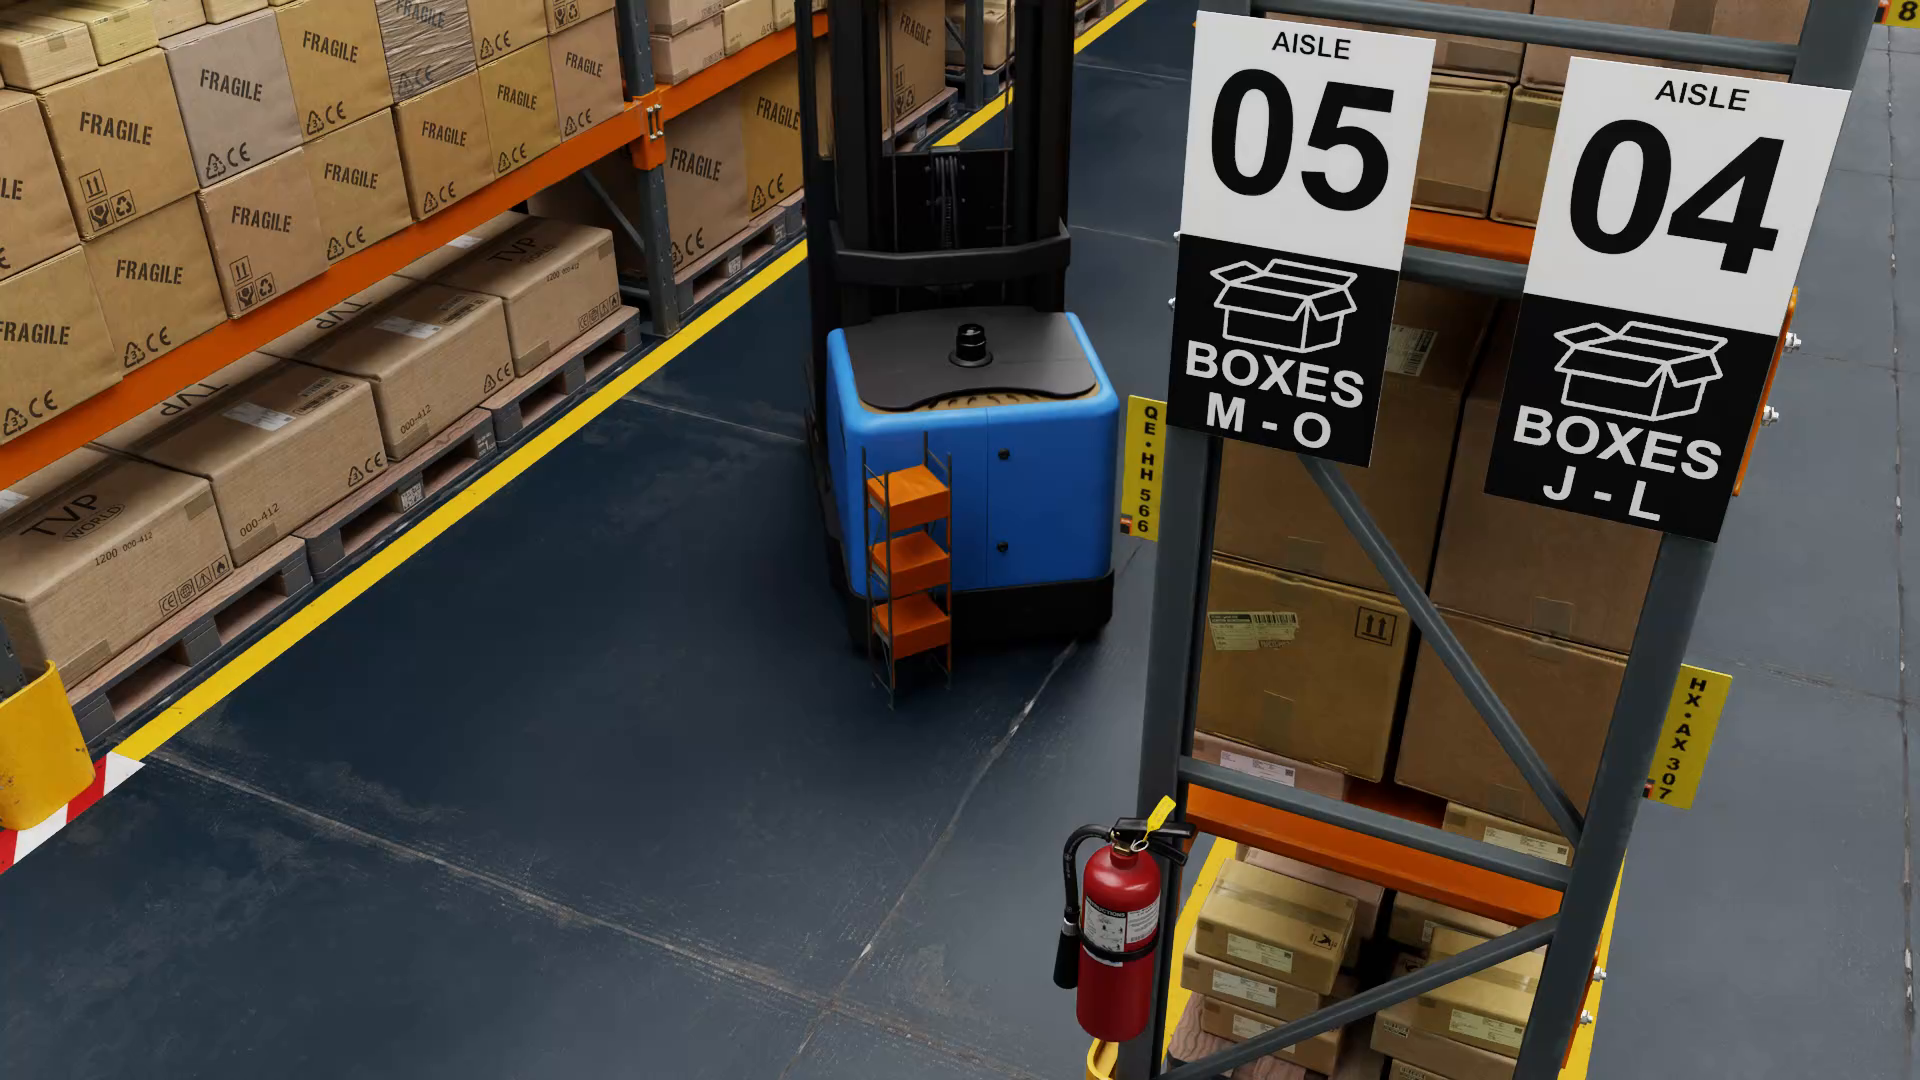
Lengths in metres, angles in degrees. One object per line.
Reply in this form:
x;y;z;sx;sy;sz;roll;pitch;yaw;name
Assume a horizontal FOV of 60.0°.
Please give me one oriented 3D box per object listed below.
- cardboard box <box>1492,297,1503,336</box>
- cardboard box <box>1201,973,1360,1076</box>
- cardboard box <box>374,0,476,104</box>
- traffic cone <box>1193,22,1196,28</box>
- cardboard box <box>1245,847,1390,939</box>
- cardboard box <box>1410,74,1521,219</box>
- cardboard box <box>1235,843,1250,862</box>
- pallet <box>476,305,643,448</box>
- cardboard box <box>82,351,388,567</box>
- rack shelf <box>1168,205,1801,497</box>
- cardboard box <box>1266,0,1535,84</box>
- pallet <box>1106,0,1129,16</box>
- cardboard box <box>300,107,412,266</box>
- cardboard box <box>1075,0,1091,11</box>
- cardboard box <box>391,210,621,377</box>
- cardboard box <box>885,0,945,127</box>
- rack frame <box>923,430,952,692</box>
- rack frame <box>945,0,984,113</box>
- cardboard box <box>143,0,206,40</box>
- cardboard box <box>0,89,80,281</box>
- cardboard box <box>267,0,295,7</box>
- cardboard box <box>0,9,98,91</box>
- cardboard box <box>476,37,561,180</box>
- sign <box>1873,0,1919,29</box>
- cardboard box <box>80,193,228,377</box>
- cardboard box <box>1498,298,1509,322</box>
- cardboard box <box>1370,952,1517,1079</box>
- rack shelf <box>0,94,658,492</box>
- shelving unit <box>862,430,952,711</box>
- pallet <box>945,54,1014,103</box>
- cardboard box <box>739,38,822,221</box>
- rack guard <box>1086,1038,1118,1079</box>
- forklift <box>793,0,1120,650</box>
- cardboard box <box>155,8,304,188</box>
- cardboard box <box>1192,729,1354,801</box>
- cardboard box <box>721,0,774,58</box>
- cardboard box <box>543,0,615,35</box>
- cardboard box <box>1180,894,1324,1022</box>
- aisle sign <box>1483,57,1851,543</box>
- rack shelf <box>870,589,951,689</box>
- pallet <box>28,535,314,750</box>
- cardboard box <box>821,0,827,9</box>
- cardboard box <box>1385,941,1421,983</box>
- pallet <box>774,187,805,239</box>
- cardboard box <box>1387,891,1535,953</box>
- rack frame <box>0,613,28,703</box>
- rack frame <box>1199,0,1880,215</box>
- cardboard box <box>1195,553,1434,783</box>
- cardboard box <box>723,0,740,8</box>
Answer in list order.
1.055;-0.509;4.016;0.500;0.500;0.500;13;35;19;cardboard box
0.908;1.319;4.719;0.380;0.149;0.250;15;36;21;cardboard box
-2.358;-2.120;6.744;0.500;0.500;0.500;15;36;21;cardboard box
2.113;-4.449;13.614;0.336;0.463;0.334;14;36;20;traffic cone
1.026;0.947;4.745;0.380;0.149;0.250;15;36;21;cardboard box
0.828;-0.866;3.237;0.500;0.250;0.500;13;36;19;cardboard box
1.055;0.917;5.061;0.380;0.149;0.250;13;35;19;cardboard box
-2.376;-0.938;8.488;1.003;0.211;1.213;14;36;20;pallet
-3.100;-0.386;7.057;0.875;0.438;0.875;15;36;22;cardboard box
1.714;-1.337;4.474;1.077;0.370;4.000;14;36;20;rack shelf
0.839;-1.076;3.101;0.500;0.250;0.500;13;35;19;cardboard box
1.035;-4.895;14.523;1.003;0.211;1.213;14;36;20;pallet
-2.589;-1.448;6.632;0.500;0.500;0.500;15;36;22;cardboard box
0.556;-4.558;13.480;0.950;0.372;0.625;15;36;22;cardboard box
-2.347;-1.281;8.421;0.875;0.438;0.875;14;36;20;cardboard box
-0.678;-3.419;11.283;0.875;0.875;0.875;14;36;20;cardboard box
-0.081;0.095;6.147;0.008;1.050;0.200;-16;37;-23;rack frame
-0.314;-4.457;11.312;1.000;3.000;0.127;14;36;20;rack frame
-2.847;-1.845;5.734;0.380;0.149;0.250;15;36;21;cardboard box
-3.201;-1.106;5.199;0.500;0.500;0.500;13;36;19;cardboard box
-2.574;-2.080;6.092;0.380;0.149;0.250;13;36;19;cardboard box
-3.003;-1.567;5.310;0.380;0.149;0.250;15;36;22;cardboard box
-2.159;-1.959;7.412;0.500;0.500;0.500;13;36;19;cardboard box
1.371;-0.883;2.328;0.100;0.325;0.005;14;36;20;sign
-3.013;-0.946;5.866;0.500;0.500;0.500;14;36;20;cardboard box
1.512;-0.387;3.831;0.500;0.500;0.500;15;36;22;cardboard box
1.330;1.303;4.473;0.380;0.149;0.250;16;36;22;cardboard box
-2.824;-1.168;6.952;1.077;0.370;4.000;14;36;20;rack shelf
-0.189;0.126;6.099;0.252;1.050;0.215;-16;37;-23;shelving unit
0.015;-3.680;12.669;1.003;0.211;1.213;14;36;20;pallet
-1.430;-2.531;9.929;0.875;0.875;0.875;15;36;22;cardboard box
0.909;1.620;4.323;1.175;0.500;0.348;14;36;20;rack guard
-0.136;-1.594;7.007;1.130;2.935;3.031;-5;34;-8;forklift
-2.783;-1.623;5.987;0.500;0.500;0.500;14;36;20;cardboard box
0.757;0.491;3.995;0.380;0.149;0.250;14;36;21;cardboard box
-1.348;-2.819;8.950;0.500;0.250;0.500;13;36;19;cardboard box
-1.934;-2.626;7.517;0.500;0.500;0.500;14;36;20;cardboard box
0.839;1.177;4.666;0.380;0.149;0.250;13;36;19;cardboard box
1.120;-0.369;2.707;0.394;0.787;0.004;14;36;20;aisle sign
-0.189;0.367;6.258;0.240;0.259;0.215;-16;37;-23;rack shelf
-3.397;0.277;6.635;1.003;0.211;1.213;14;36;20;pallet
-0.902;-3.317;9.710;0.500;0.250;0.500;14;36;20;cardboard box
1.423;1.293;4.760;0.380;0.149;0.250;14;36;20;cardboard box
-1.224;-2.310;10.580;1.003;0.211;1.213;14;36;20;pallet
1.411;1.033;4.614;0.380;0.149;0.250;15;36;21;cardboard box
-3.661;-0.473;5.235;1.000;3.000;0.127;14;36;20;rack frame
0.878;-1.896;1.935;1.000;3.000;0.127;14;36;20;rack frame
0.832;0.164;3.902;0.500;0.500;0.500;15;36;21;cardboard box
-1.354;-3.032;8.819;0.500;0.250;0.500;15;36;21;cardboard box
